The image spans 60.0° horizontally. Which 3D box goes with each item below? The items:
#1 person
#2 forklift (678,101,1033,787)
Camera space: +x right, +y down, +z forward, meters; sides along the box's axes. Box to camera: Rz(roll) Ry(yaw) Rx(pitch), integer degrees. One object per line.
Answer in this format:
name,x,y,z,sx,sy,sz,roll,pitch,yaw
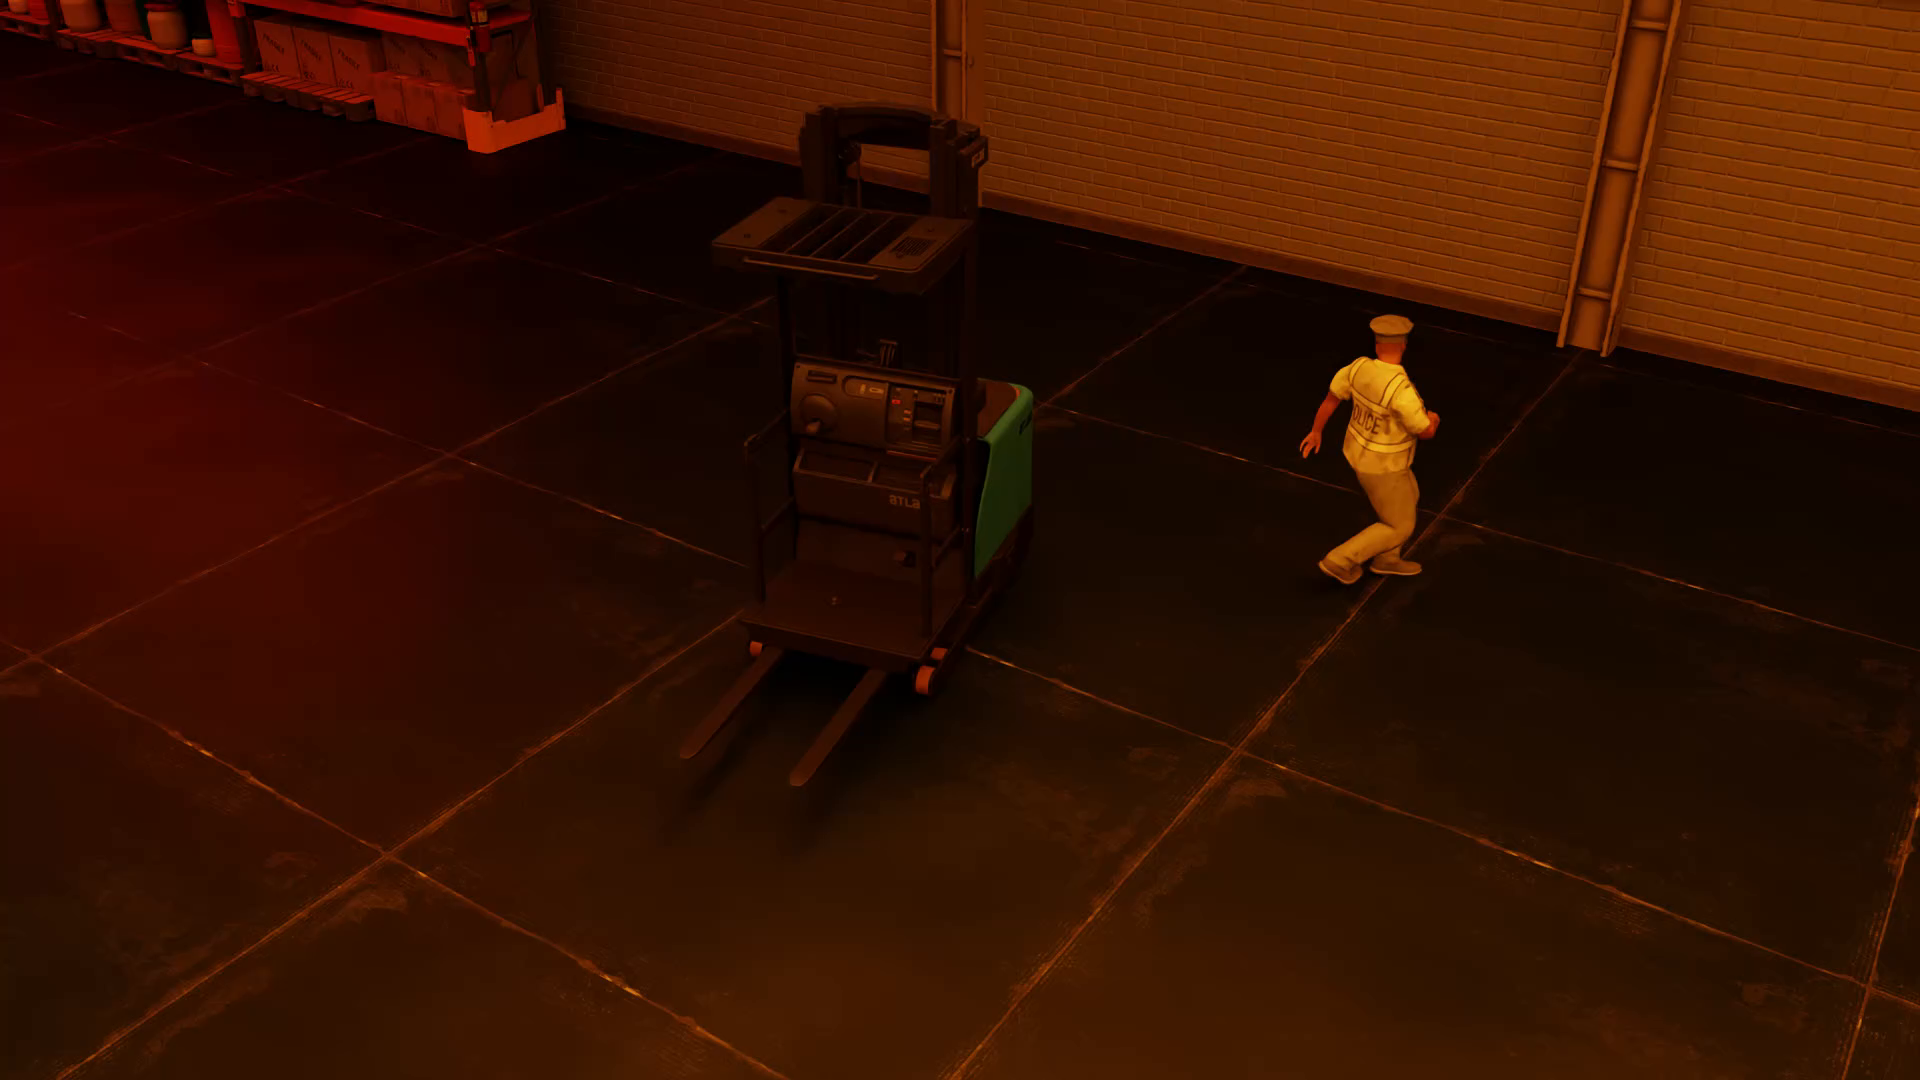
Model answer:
person,2.445,-0.495,9.707,0.779,1.678,0.628,-3,30,-6
forklift,-0.544,-0.656,8.711,1.130,2.935,3.031,11,32,18
